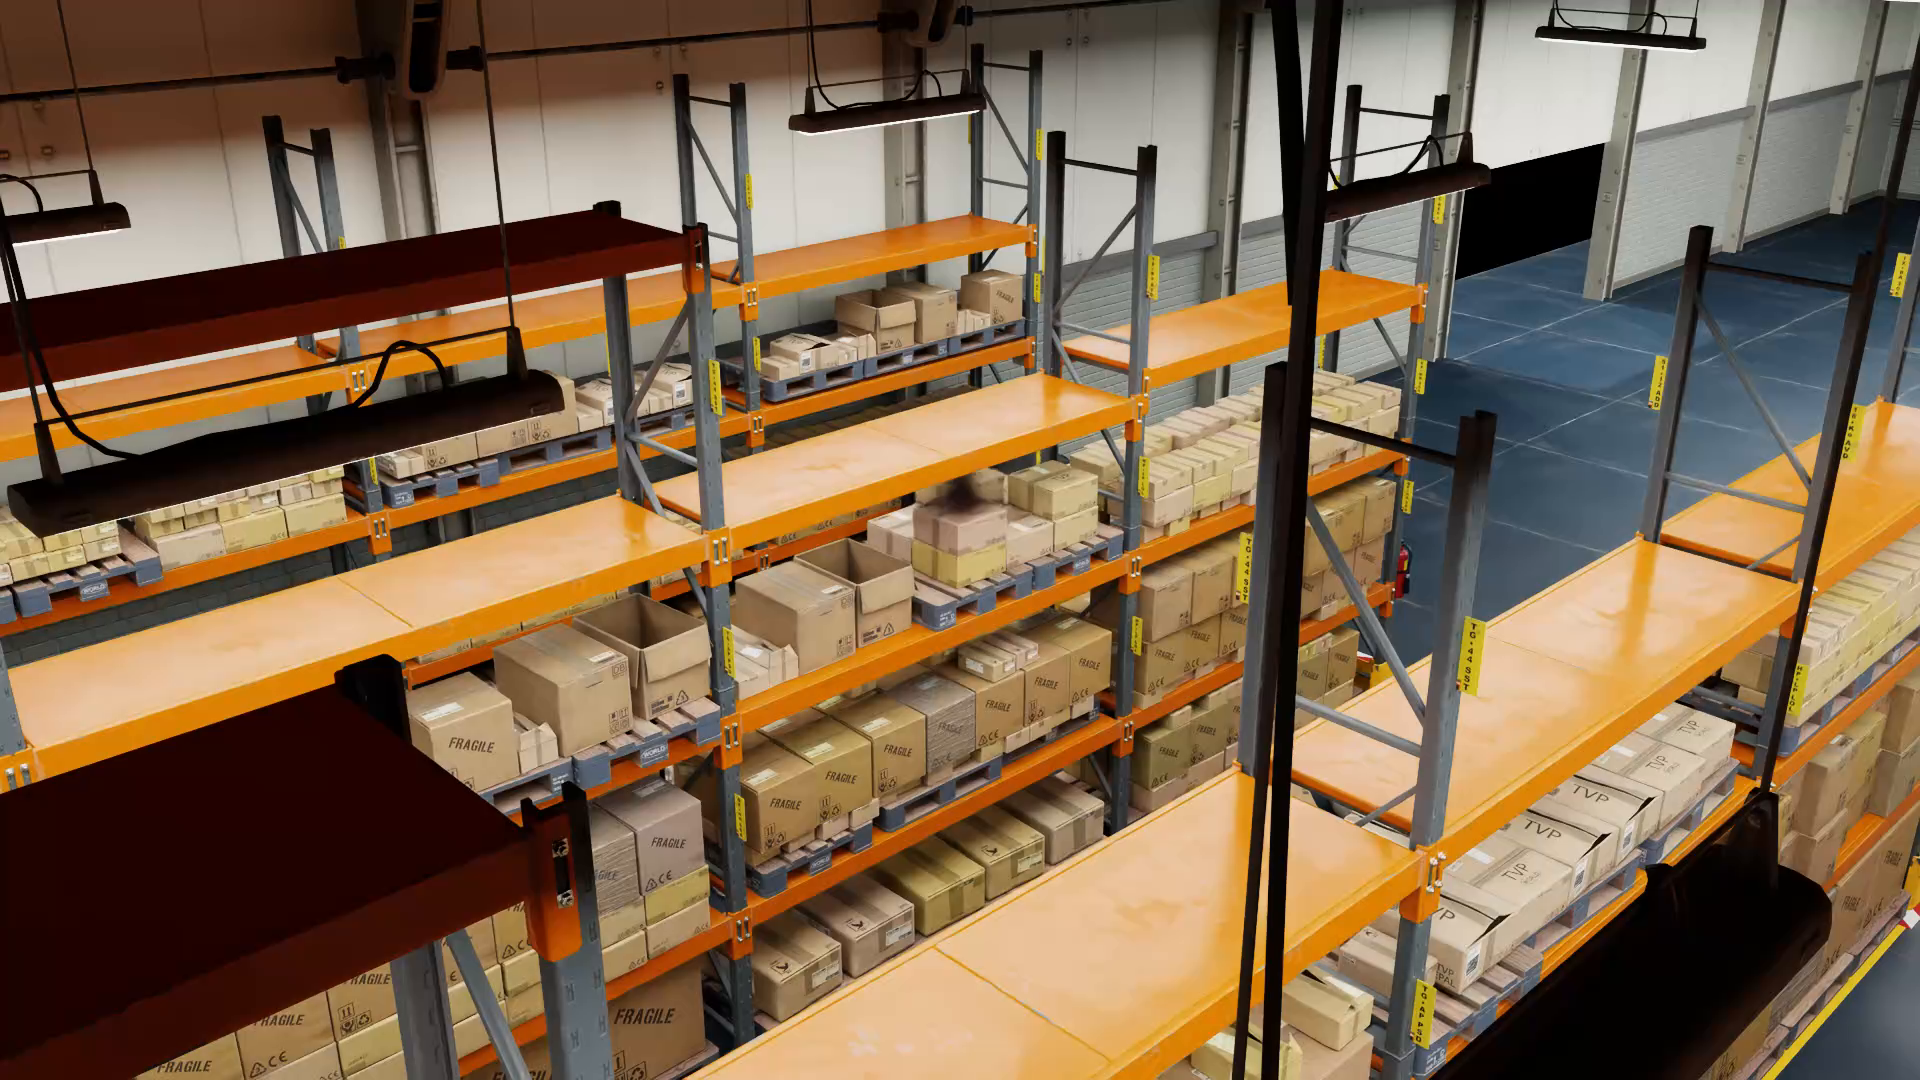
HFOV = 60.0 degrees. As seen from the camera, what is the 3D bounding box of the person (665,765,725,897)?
[{"bbox_3d":[-2.226,2.146,13.521,0.554,1.652,0.585,-14,26,-30],"label":"person"}]
